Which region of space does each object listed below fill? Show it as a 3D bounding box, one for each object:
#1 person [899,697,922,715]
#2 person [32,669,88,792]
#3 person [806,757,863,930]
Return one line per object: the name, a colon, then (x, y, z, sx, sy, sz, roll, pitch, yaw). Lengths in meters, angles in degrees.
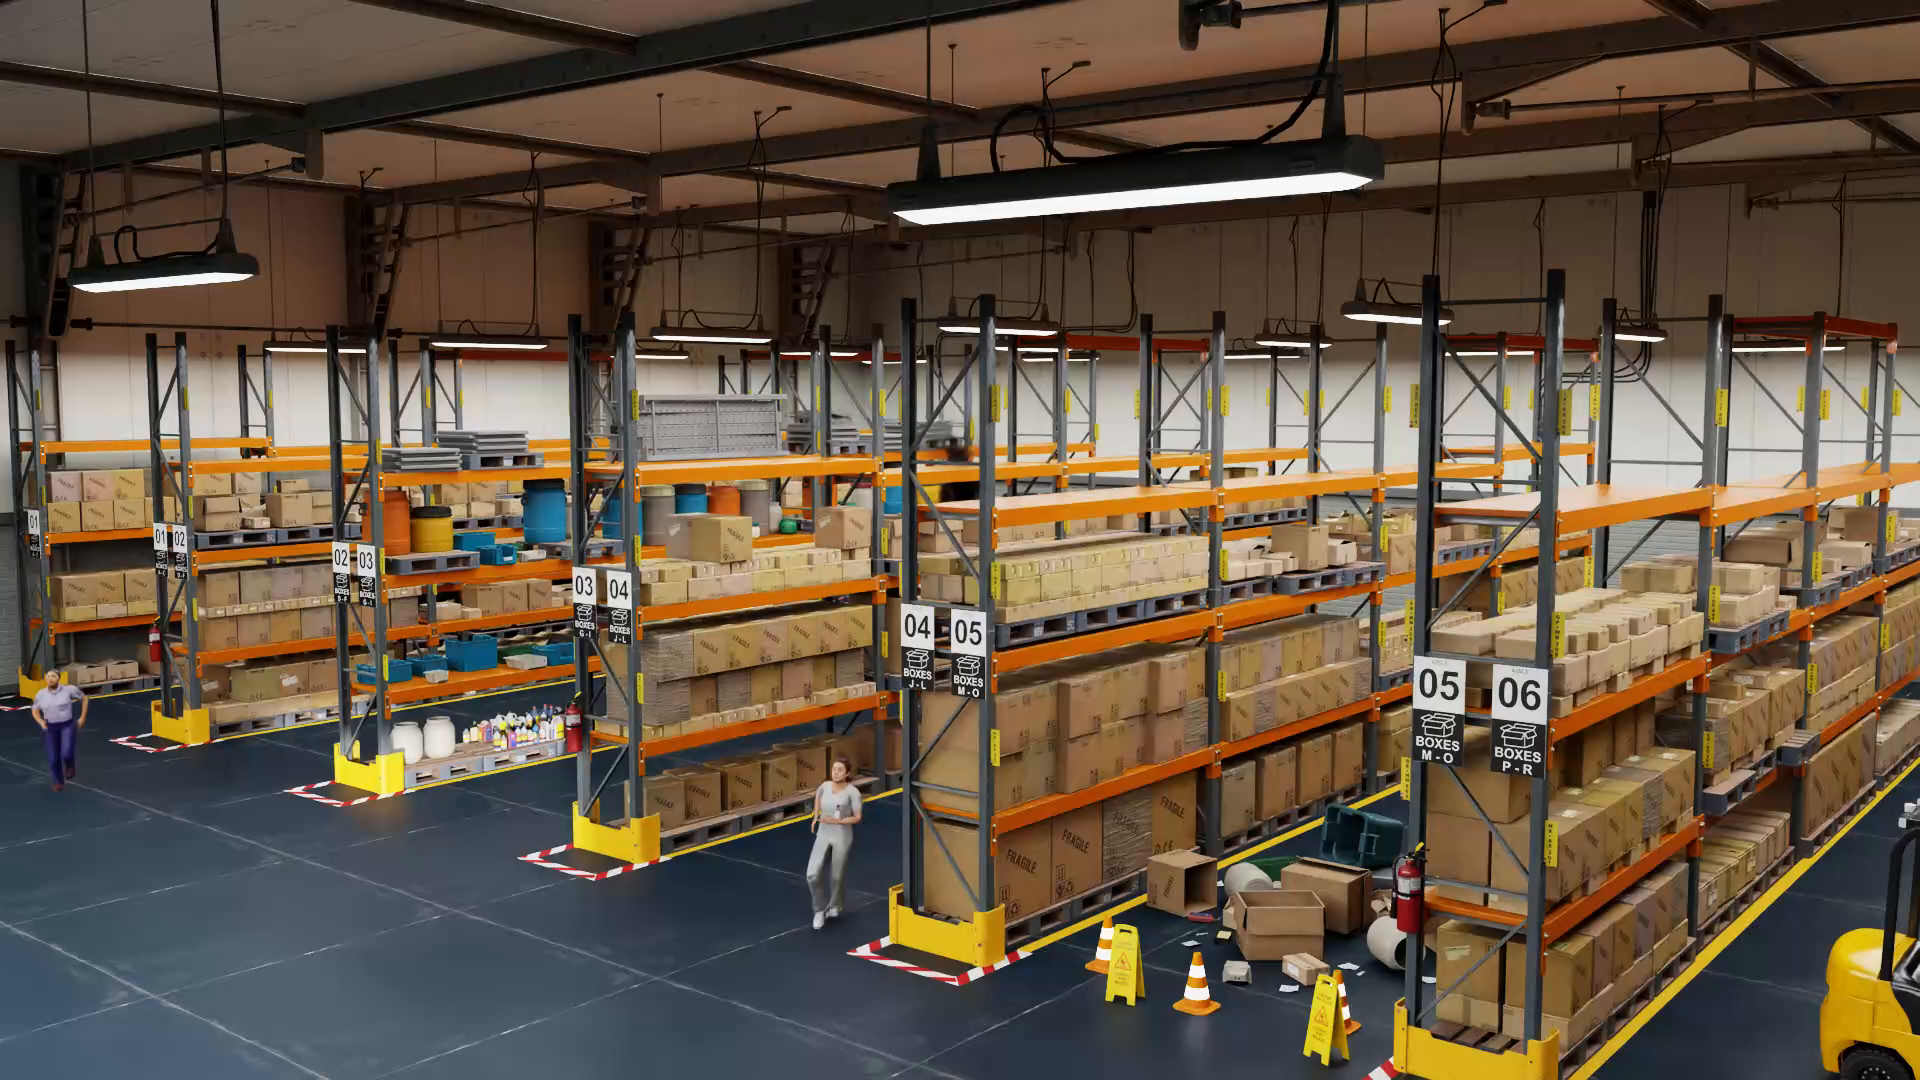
person: (-0.810, 2.010, 26.457, 0.541, 1.552, 0.666, 3, 6, 27)
person: (-11.590, 2.458, 21.406, 0.625, 1.594, 0.615, -2, 5, -18)
person: (-1.192, 2.906, 16.041, 0.551, 1.664, 0.676, 1, 5, 14)
